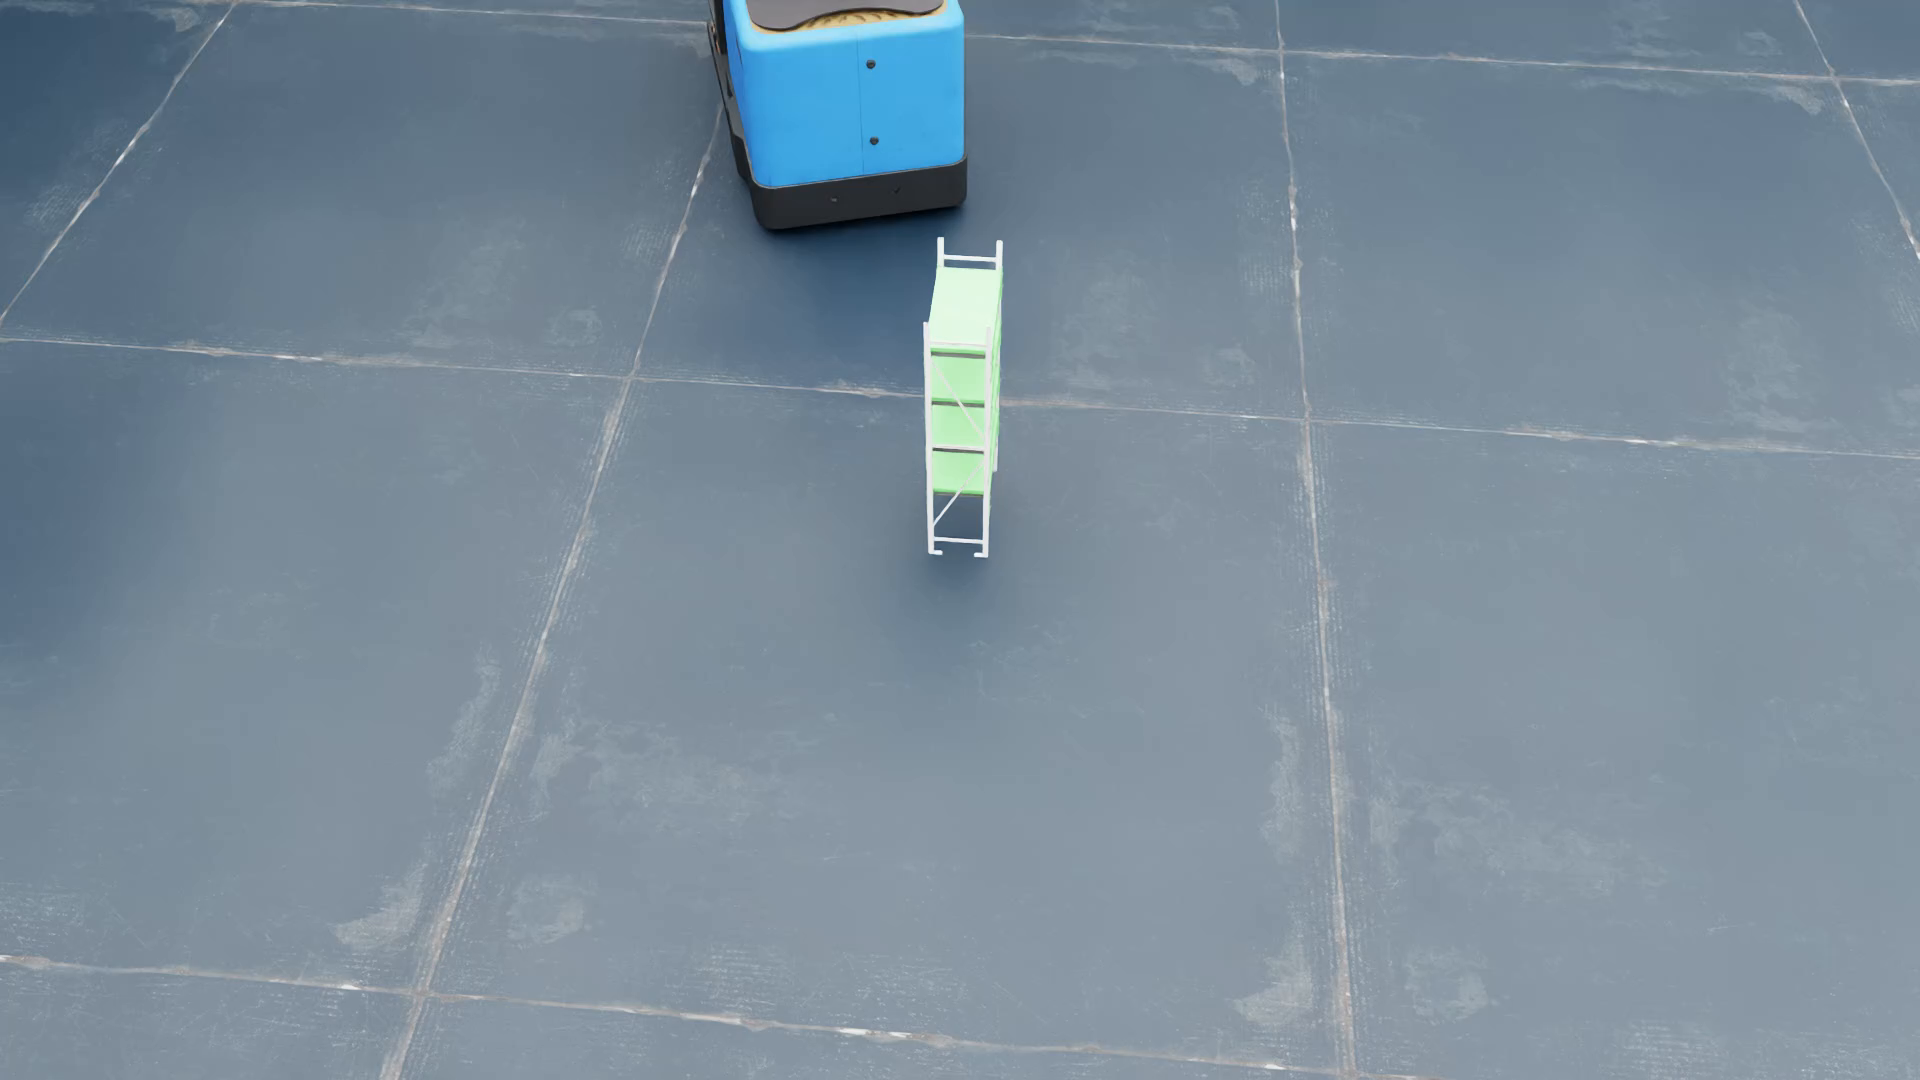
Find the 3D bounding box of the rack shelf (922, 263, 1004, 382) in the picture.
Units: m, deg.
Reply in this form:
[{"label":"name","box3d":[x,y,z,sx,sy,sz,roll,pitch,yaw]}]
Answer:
[{"label":"rack shelf","box3d":[0.015,-0.807,6.137,0.258,0.148,0.480,4,48,4]}]

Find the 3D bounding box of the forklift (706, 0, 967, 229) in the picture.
[{"label":"forklift","box3d":[-0.784,-3.605,8.087,1.130,2.935,3.031,-9,48,-8]}]

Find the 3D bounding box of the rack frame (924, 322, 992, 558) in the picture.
[{"label":"rack frame","box3d":[-0.007,-0.347,6.280,0.240,1.200,0.015,4,48,4]}]

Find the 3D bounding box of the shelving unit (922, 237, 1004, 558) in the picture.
[{"label":"shelving unit","box3d":[0.015,-0.527,6.444,0.258,1.200,0.503,4,48,4]}]

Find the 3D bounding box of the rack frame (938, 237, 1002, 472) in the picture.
[{"label":"rack frame","box3d":[0.037,-0.706,6.608,0.240,1.200,0.015,4,48,4]}]

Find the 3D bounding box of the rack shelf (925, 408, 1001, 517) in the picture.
[{"label":"rack shelf","box3d":[0.015,-0.321,6.669,0.258,0.148,0.480,4,48,4]}]

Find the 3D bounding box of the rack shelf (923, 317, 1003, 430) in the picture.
[{"label":"rack shelf","box3d":[0.015,-0.645,6.314,0.258,0.148,0.480,4,48,4]}]

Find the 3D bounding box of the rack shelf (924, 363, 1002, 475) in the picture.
[{"label":"rack shelf","box3d":[0.015,-0.483,6.492,0.258,0.148,0.480,4,48,4]}]
